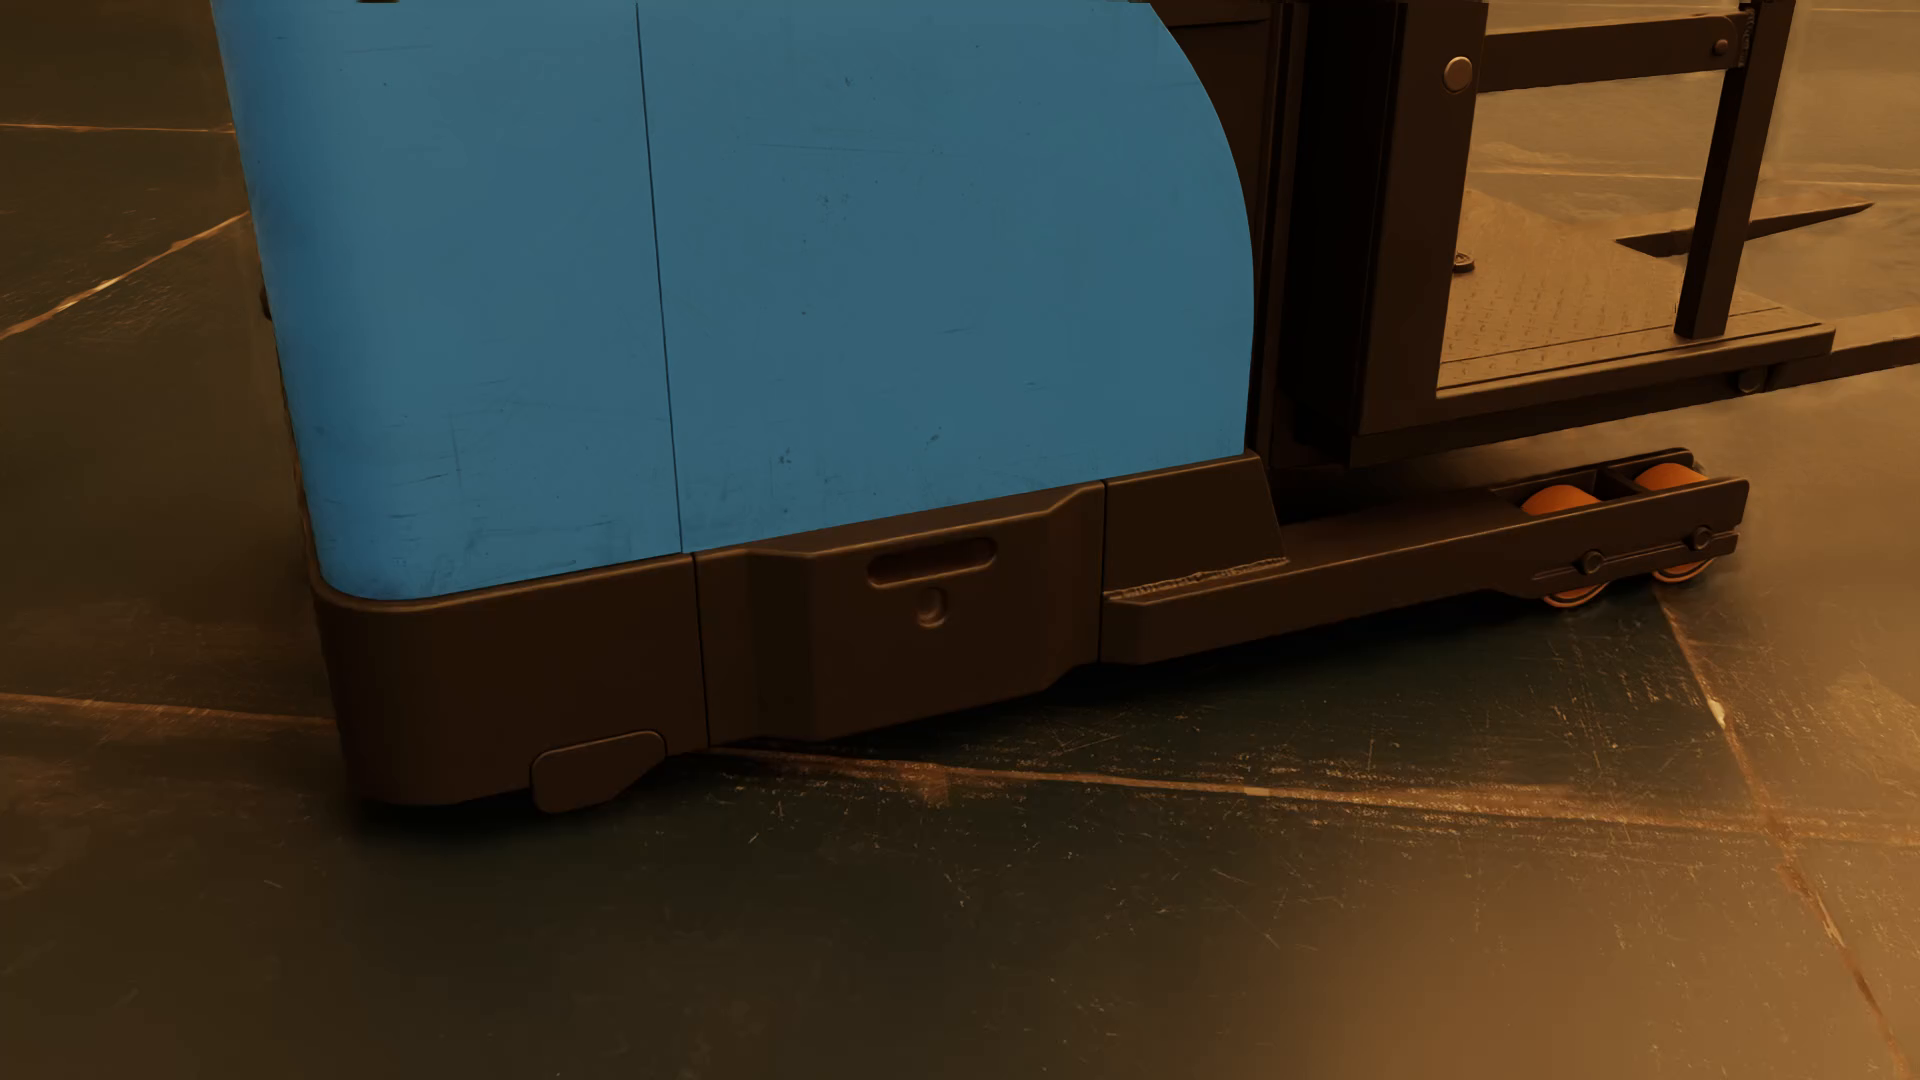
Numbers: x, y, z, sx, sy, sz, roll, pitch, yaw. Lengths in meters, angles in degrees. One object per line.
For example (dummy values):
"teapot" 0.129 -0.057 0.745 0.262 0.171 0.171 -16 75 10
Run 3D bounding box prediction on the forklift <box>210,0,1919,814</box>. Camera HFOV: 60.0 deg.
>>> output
"forklift" 0.564 -1.424 2.072 3.031 2.935 1.130 -11 28 -20
